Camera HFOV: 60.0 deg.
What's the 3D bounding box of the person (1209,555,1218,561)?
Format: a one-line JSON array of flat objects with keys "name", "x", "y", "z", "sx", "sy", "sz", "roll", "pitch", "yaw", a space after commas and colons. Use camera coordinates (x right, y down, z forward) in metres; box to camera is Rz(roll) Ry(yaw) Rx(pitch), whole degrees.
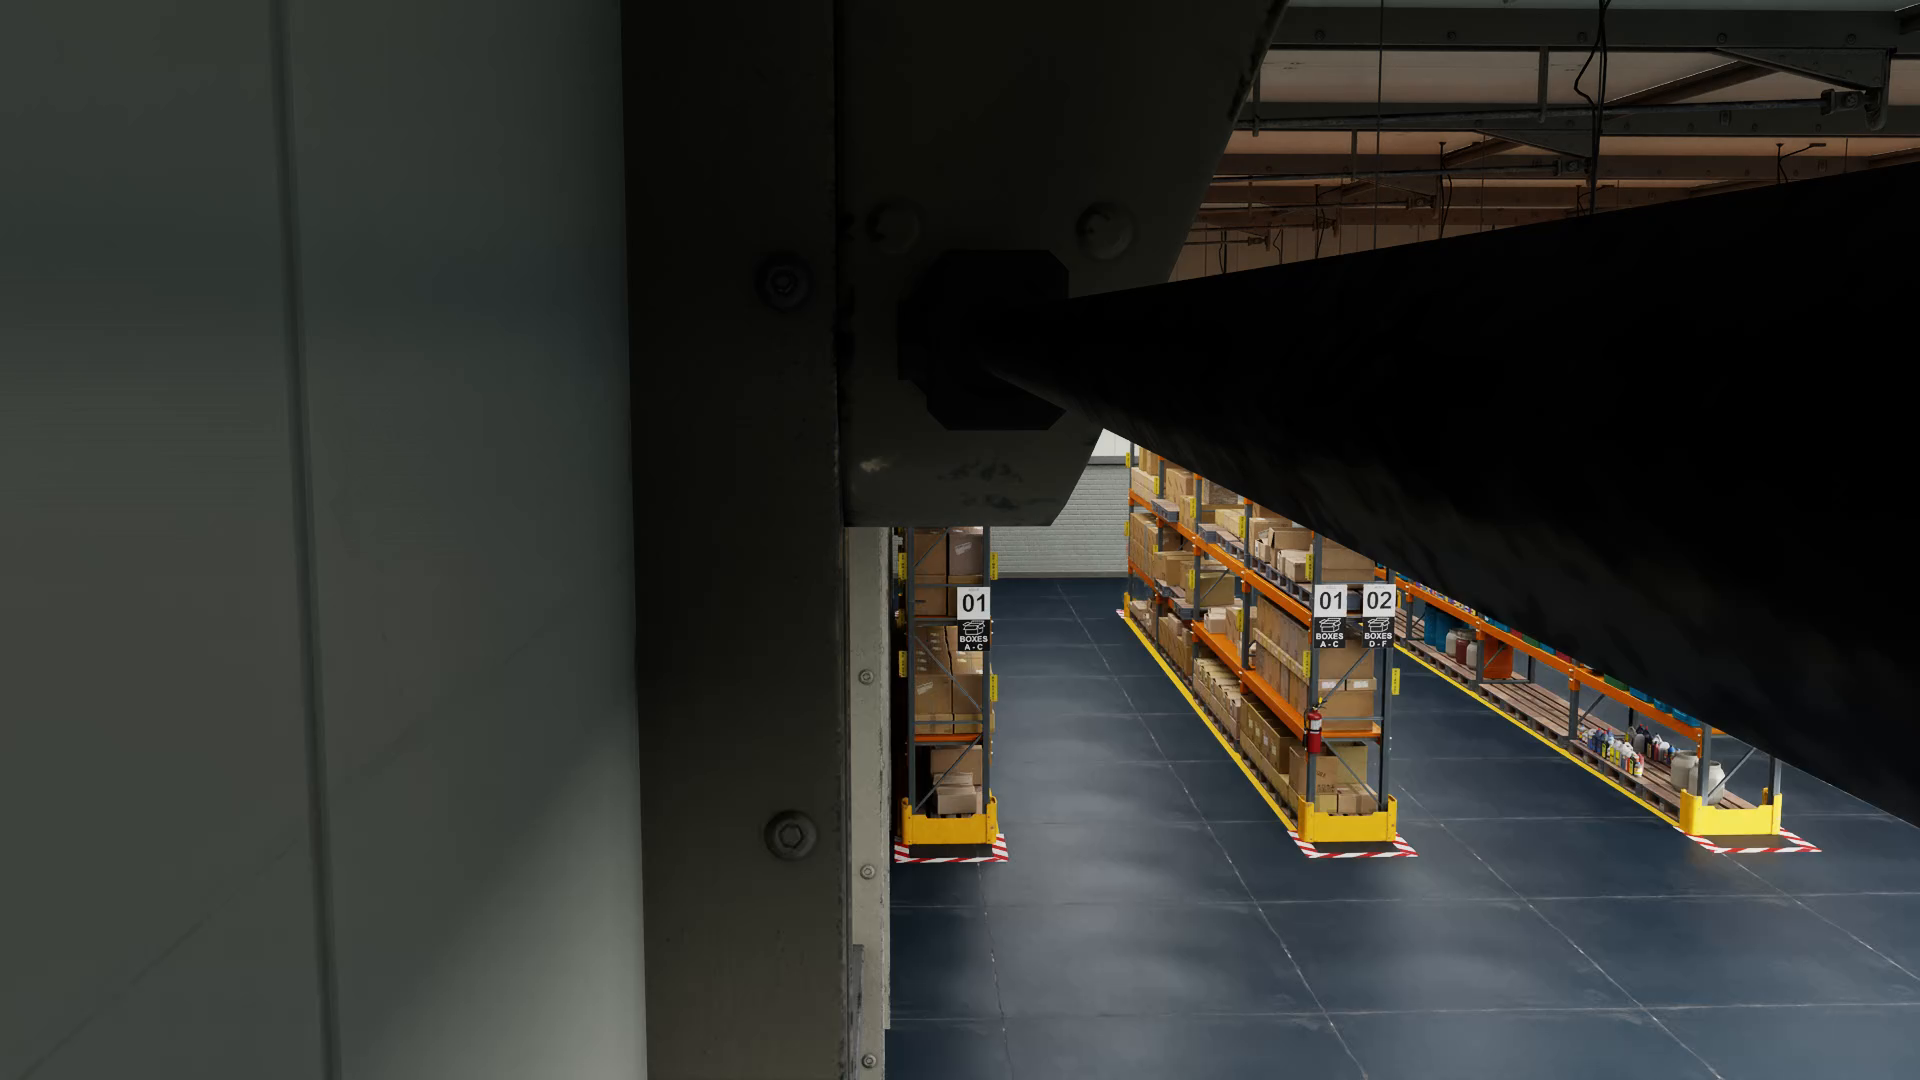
[{"name": "person", "x": 5.615, "y": 0.759, "z": 37.008, "sx": 0.861, "sy": 1.757, "sz": 0.738, "roll": 6, "pitch": 10, "yaw": 40}]
